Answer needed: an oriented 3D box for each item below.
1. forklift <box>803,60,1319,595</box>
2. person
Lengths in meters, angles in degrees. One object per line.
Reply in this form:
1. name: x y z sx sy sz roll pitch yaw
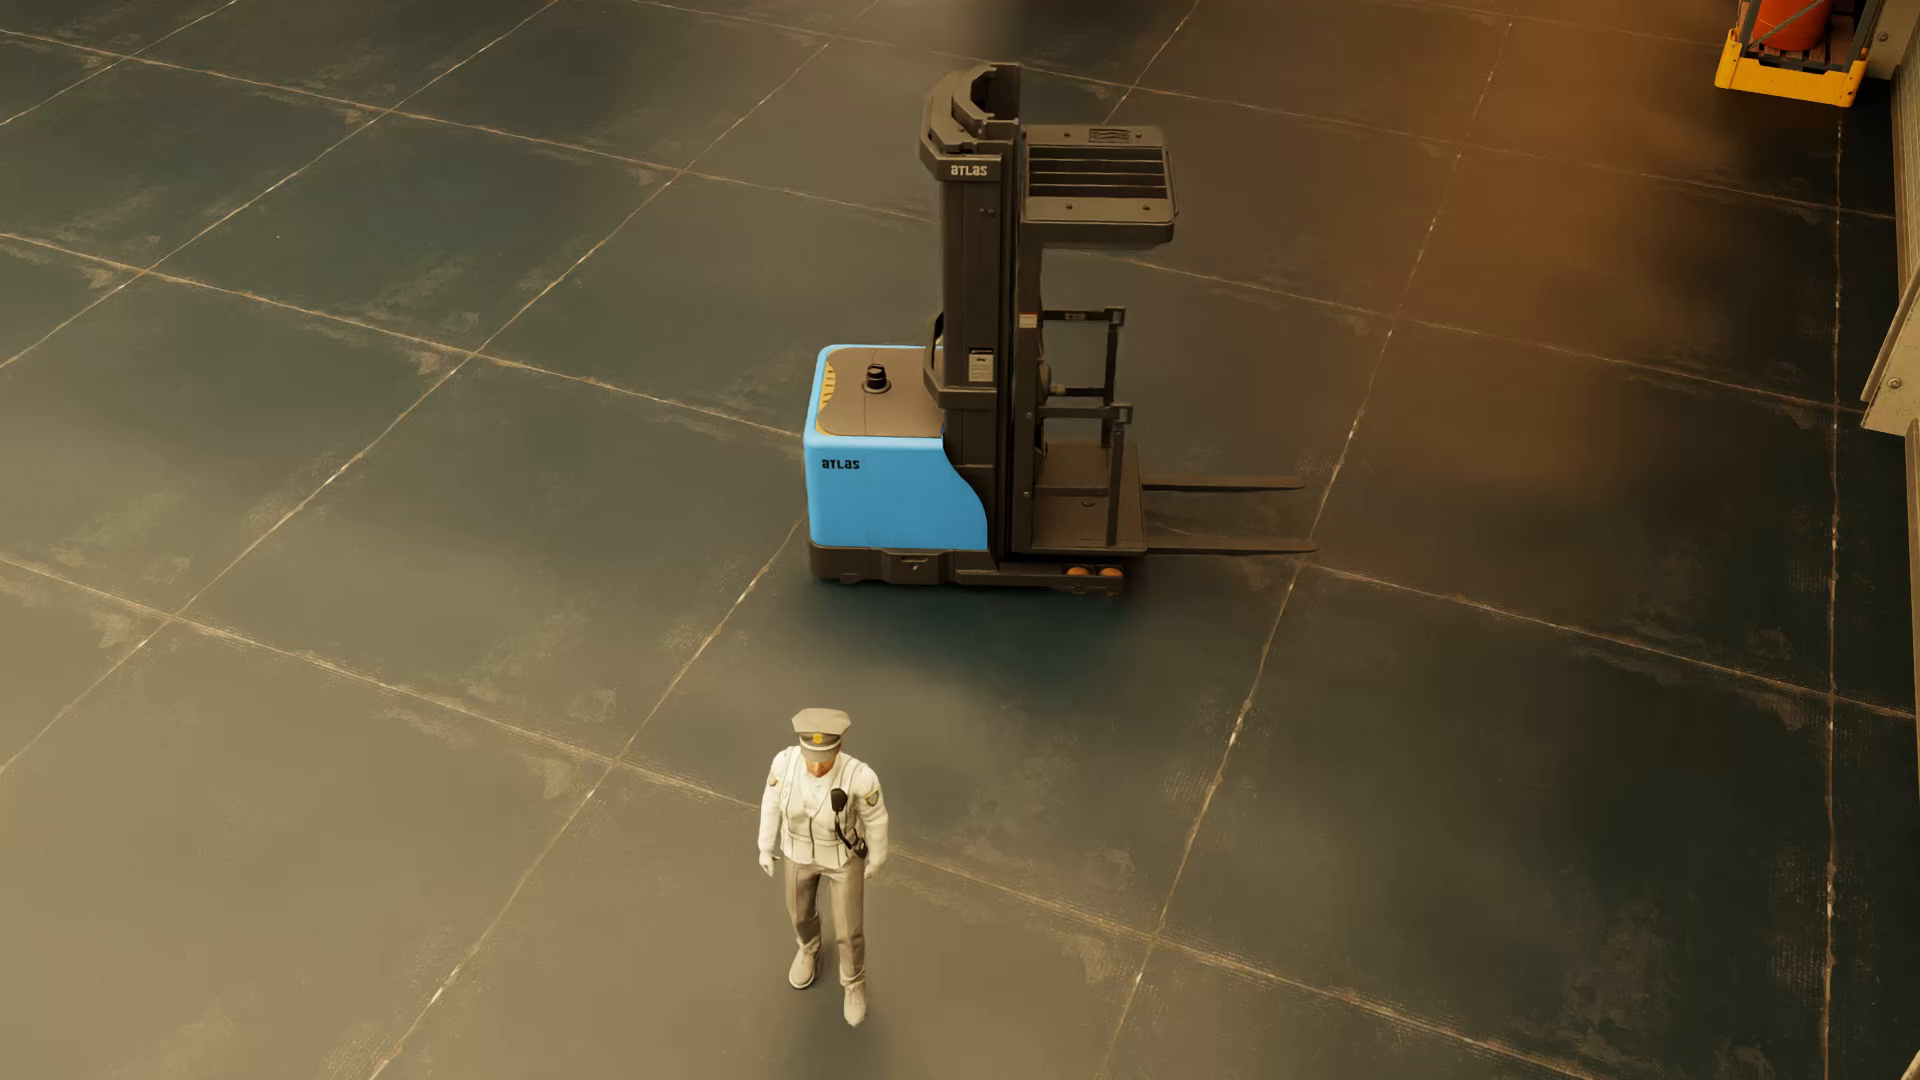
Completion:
1. forklift: 0.630 -1.144 9.372 3.031 2.935 1.130 1 40 2
2. person: -0.625 1.430 7.300 0.548 1.715 0.455 9 41 10
